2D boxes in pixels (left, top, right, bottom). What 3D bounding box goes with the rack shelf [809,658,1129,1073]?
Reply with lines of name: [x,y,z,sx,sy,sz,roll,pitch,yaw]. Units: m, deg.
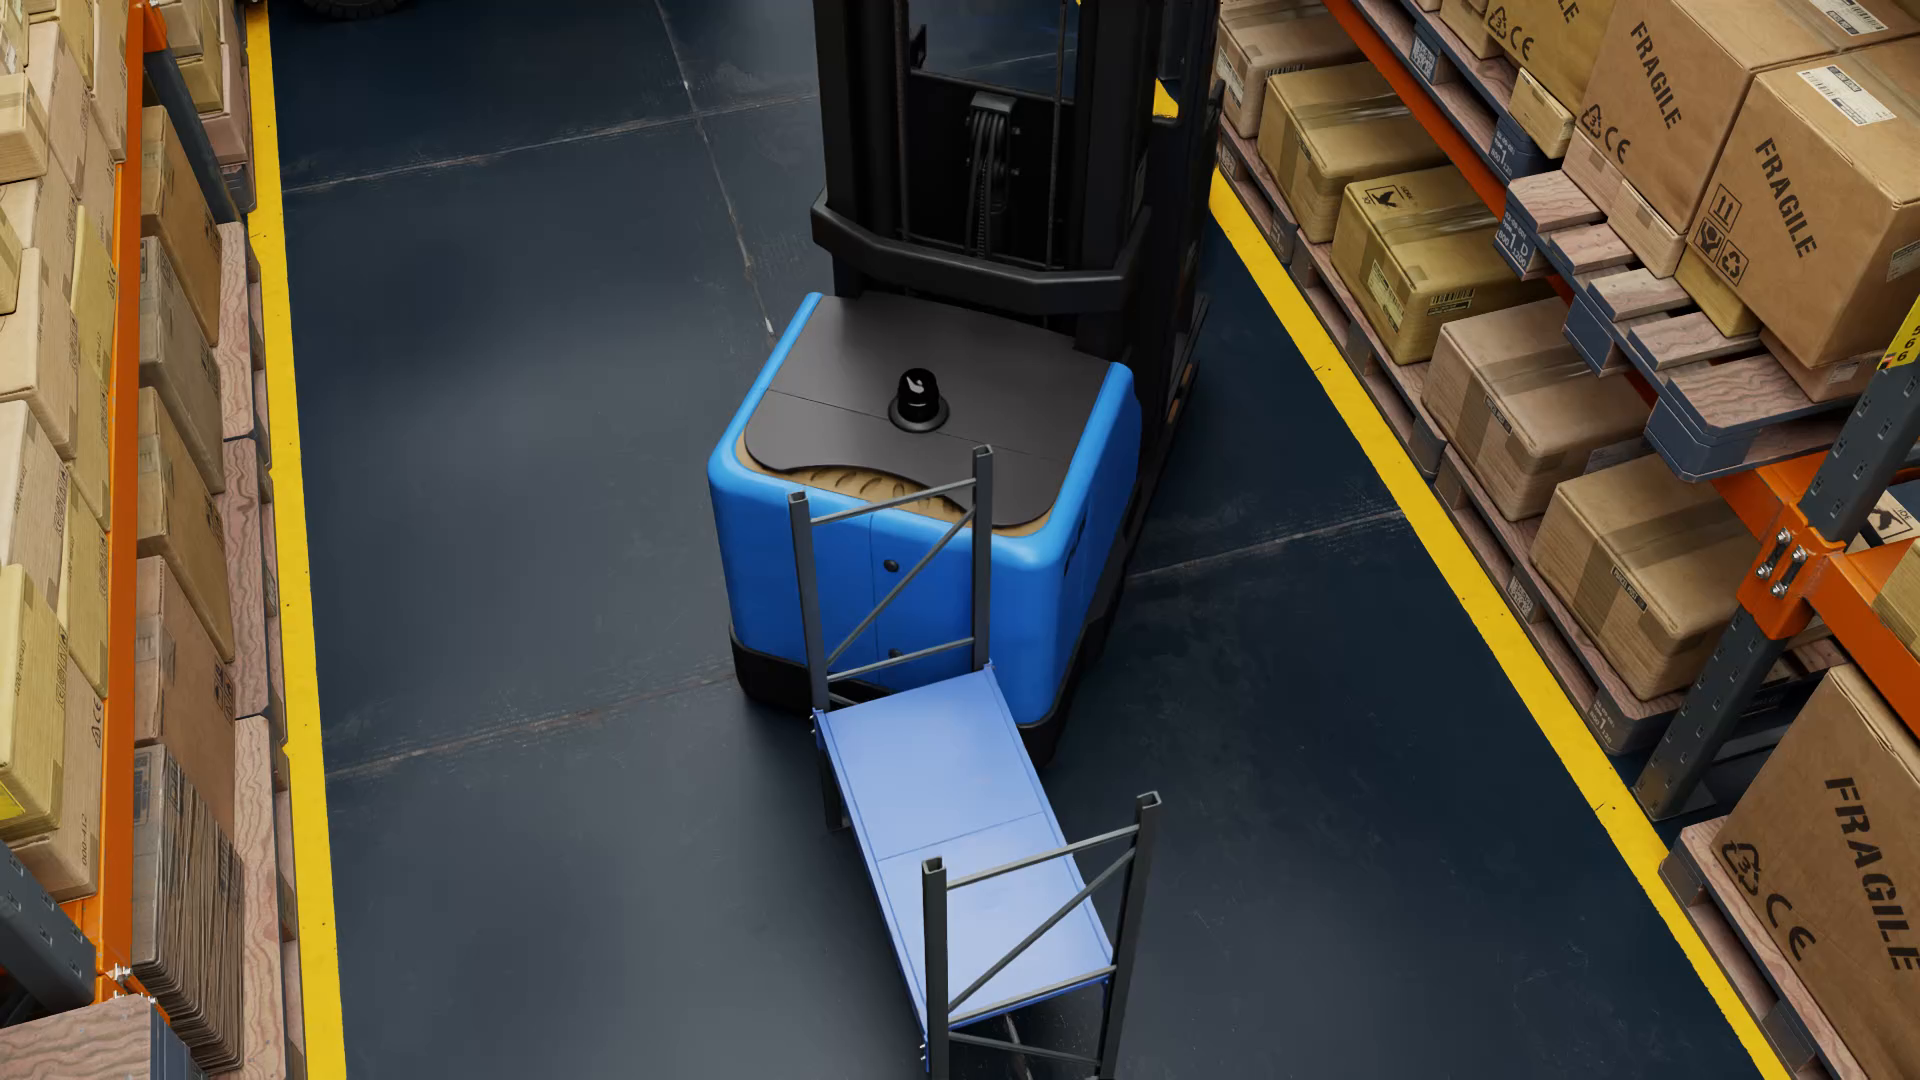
rack shelf: [0.002,0.810,4.321,0.538,0.185,1.000,-15,51,-12]

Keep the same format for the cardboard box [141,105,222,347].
cardboard box: [-3.208,-1.054,5.955,0.875,0.625,0.625,-11,51,-9]

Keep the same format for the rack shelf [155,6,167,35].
rack shelf: [-3.964,-3.292,7.033,1.077,0.370,4.000,-13,51,-11]

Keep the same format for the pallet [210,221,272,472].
pallet: [-3.117,-0.635,6.147,1.003,0.211,1.213,-13,51,-11]

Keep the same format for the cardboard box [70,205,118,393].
cardboard box: [-2.542,-0.595,4.387,0.500,0.250,0.500,-12,51,-10]

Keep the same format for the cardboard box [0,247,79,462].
cardboard box: [-2.372,-0.386,3.884,0.500,0.250,0.500,-14,51,-12]

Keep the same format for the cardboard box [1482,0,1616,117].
cardboard box: [1.837,-1.542,4.554,0.500,0.500,0.500,-16,52,-13]

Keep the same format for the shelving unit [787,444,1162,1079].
shelving unit: [0.002,0.694,4.184,0.538,1.500,1.048,-15,51,-12]

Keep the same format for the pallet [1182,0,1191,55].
pallet: [1.136,-2.771,7.948,1.003,0.211,1.213,-13,51,-11]

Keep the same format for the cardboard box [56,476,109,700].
cardboard box: [-2.231,0.159,3.752,0.500,0.250,0.500,-14,51,-12]

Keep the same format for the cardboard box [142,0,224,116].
cardboard box: [-3.221,-1.896,6.583,0.500,0.250,0.500,-14,51,-11]

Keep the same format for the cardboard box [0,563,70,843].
cardboard box: [-2.064,0.361,3.255,0.500,0.250,0.500,-13,51,-11]

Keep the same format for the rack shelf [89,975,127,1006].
rack shelf: [-1.598,2.551,2.108,1.077,0.370,4.000,-13,51,-11]

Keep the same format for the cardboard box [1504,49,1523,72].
cardboard box: [1.848,-1.456,4.905,0.380,0.149,0.250,-13,51,-11]

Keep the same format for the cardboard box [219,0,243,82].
cardboard box: [-3.364,-2.107,7.088,0.500,0.250,0.500,-14,51,-12]

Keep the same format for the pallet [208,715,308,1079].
pallet: [-2.396,1.147,4.645,1.003,0.211,1.213,-13,51,-11]

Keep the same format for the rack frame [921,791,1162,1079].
rack frame: [0.165,1.062,3.874,0.500,1.500,0.032,-15,51,-12]

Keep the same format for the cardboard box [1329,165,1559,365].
cardboard box: [1.949,-1.062,6.127,0.950,0.372,0.625,-12,51,-10]

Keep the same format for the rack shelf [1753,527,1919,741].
rack shelf: [3.142,1.426,3.056,1.077,0.370,4.000,-13,51,-11]

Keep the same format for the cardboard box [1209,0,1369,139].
cardboard box: [1.526,-2.094,6.997,0.950,0.372,0.625,-13,51,-11]

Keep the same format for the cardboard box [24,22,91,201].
cardboard box: [-2.678,-1.126,4.508,0.500,0.250,0.500,-12,51,-10]

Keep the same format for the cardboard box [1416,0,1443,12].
cardboard box: [1.589,-1.809,5.203,0.380,0.149,0.250,-12,51,-10]

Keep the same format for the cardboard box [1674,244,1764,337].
cardboard box: [2.081,-0.686,4.256,0.380,0.149,0.250,-13,51,-10]

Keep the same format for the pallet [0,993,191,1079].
pallet: [-1.922,1.400,2.733,1.213,0.211,1.003,-13,51,-11]

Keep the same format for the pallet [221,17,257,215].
pallet: [-3.568,-1.754,7.091,1.003,0.211,1.213,-13,51,-11]

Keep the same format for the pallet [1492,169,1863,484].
pallet: [2.238,-0.701,4.504,1.213,0.211,1.003,-13,51,-11]

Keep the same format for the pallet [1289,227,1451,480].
pallet: [1.964,-0.828,6.310,1.003,0.211,1.213,-13,51,-11]

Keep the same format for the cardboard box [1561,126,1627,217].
cardboard box: [1.897,-1.046,4.559,0.380,0.149,0.250,-16,52,-13]

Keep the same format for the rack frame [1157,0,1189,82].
rack frame: [1.368,-3.188,6.475,1.000,3.000,0.127,-13,51,-11]

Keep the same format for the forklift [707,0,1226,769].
forklift: [0.246,-1.395,5.009,1.130,2.935,3.031,15,51,12]

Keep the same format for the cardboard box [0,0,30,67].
cardboard box: [-2.722,-1.362,4.447,0.380,0.149,0.250,-14,51,-12]

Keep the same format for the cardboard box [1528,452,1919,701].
cardboard box: [2.393,0.030,5.206,0.950,0.372,0.625,-16,52,-13]

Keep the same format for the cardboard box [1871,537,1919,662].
cardboard box: [2.455,0.196,3.721,0.500,0.250,0.500,-14,51,-12]

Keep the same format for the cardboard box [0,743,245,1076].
cardboard box: [-2.361,1.030,4.198,0.875,0.625,0.625,-12,51,-10]

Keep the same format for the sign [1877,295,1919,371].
sign: [2.035,-0.484,3.491,0.100,0.325,0.005,-13,51,-11]

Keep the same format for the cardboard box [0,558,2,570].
cardboard box: [-2.083,0.123,3.194,0.380,0.149,0.250,-12,51,-10]

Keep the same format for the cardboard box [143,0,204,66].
cardboard box: [-3.216,-2.058,6.393,0.500,0.250,0.500,-14,51,-12]

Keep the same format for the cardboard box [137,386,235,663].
cardboard box: [-2.761,0.063,5.013,0.875,0.625,0.625,-15,52,-12]

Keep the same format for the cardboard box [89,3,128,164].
cardboard box: [-2.820,-1.339,5.015,0.500,0.250,0.500,-14,51,-11]

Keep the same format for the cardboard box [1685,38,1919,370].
cardboard box: [2.151,-0.799,3.927,0.500,0.500,0.500,-15,51,-12]

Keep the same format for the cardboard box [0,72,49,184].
cardboard box: [-2.501,-1.002,4.143,0.380,0.149,0.250,-15,51,-12]
